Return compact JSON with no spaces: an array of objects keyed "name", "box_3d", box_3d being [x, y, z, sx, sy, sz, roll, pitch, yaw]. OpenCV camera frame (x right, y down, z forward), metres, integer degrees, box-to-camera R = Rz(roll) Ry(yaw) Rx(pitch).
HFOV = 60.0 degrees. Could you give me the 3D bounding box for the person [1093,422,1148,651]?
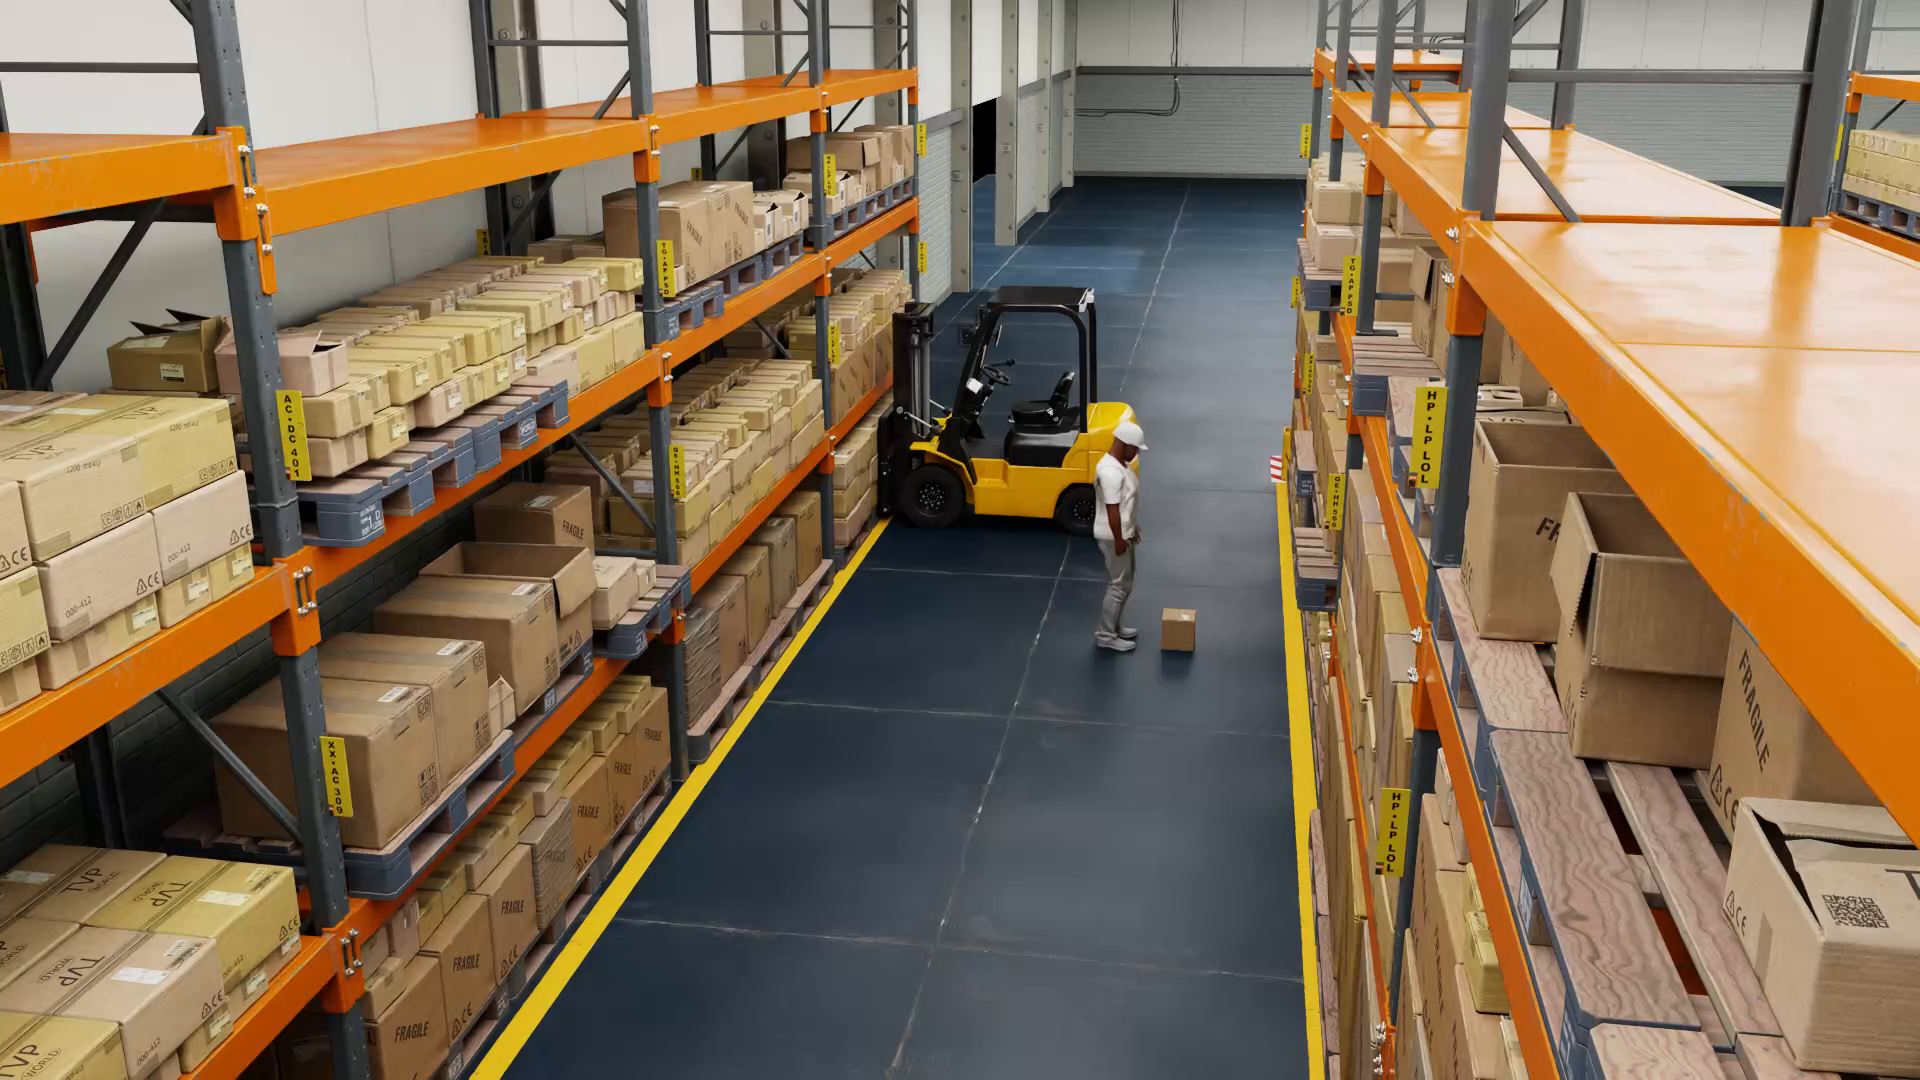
[{"name":"person","box_3d":[1.215,-0.049,12.700,0.390,1.750,0.575,3,18,10]}]
